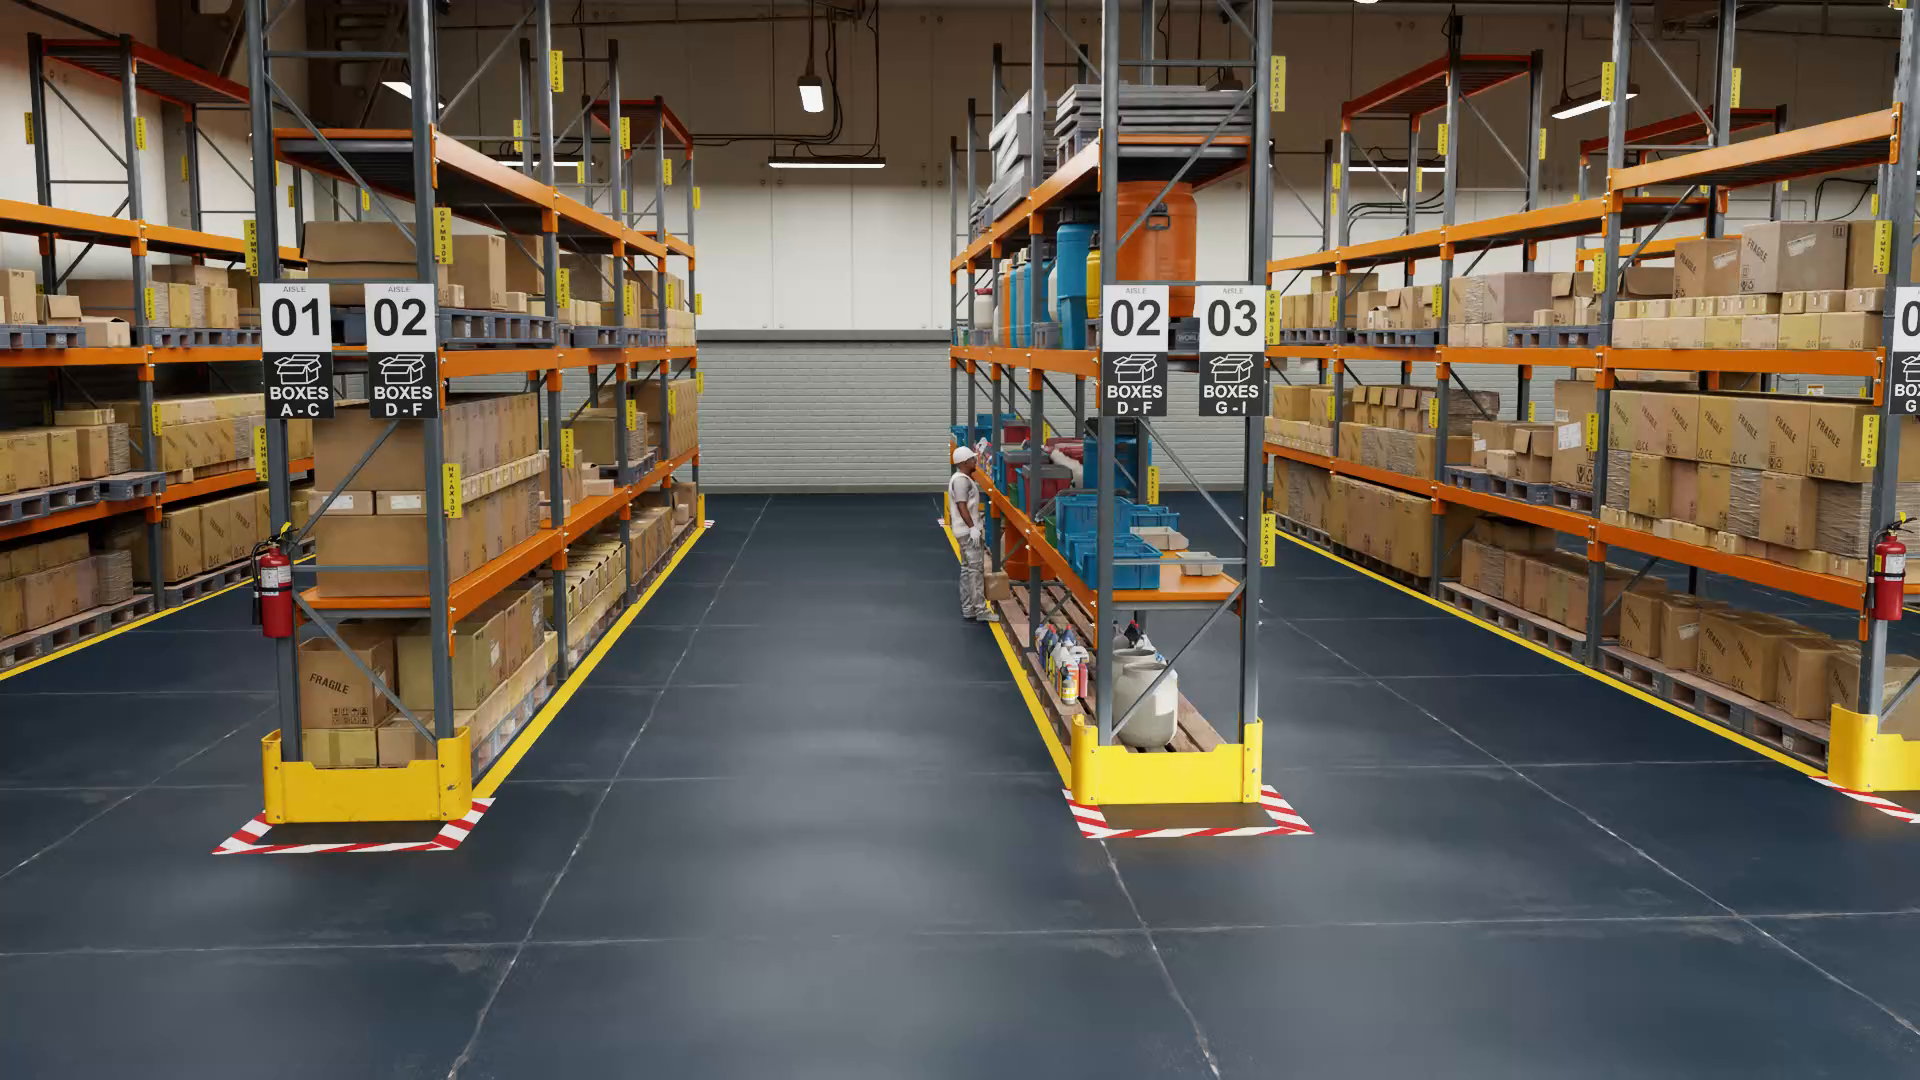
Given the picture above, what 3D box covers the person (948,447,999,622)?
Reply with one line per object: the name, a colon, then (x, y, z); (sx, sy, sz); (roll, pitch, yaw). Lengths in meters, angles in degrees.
person: (0.166, -0.076, 17.217); (0.577, 1.782, 0.656); (0, 7, -4)
